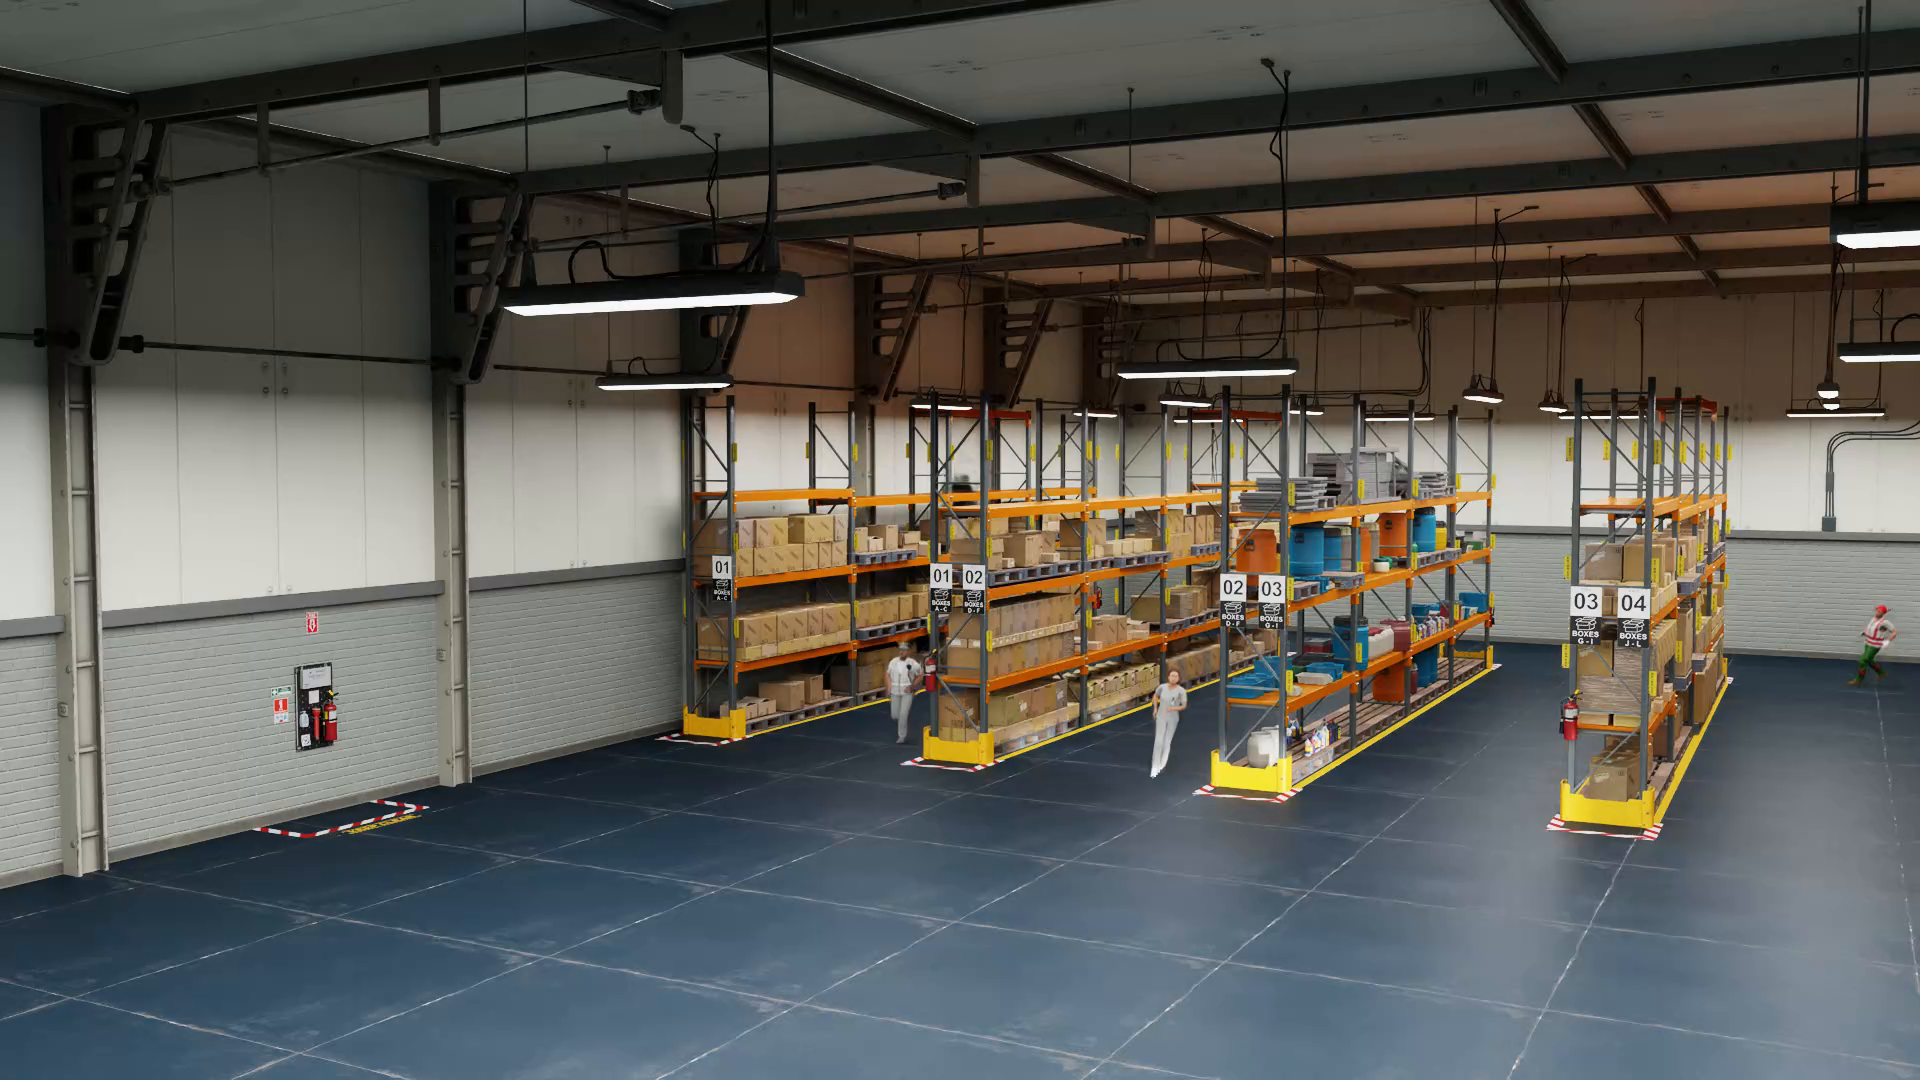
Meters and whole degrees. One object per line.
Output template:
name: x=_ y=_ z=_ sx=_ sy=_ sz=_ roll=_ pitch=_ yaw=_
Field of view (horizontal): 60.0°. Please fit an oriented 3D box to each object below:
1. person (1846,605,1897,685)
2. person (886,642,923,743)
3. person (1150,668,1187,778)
person: x=19.471 y=2.251 z=35.471 sx=0.909 sy=1.740 sz=0.723 roll=0 pitch=3 yaw=1
person: x=-0.973 y=2.615 z=28.753 sx=0.674 sy=1.733 sz=0.698 roll=1 pitch=3 yaw=12
person: x=3.251 y=2.829 z=25.810 sx=0.555 sy=1.703 sz=0.682 roll=1 pitch=3 yaw=10
